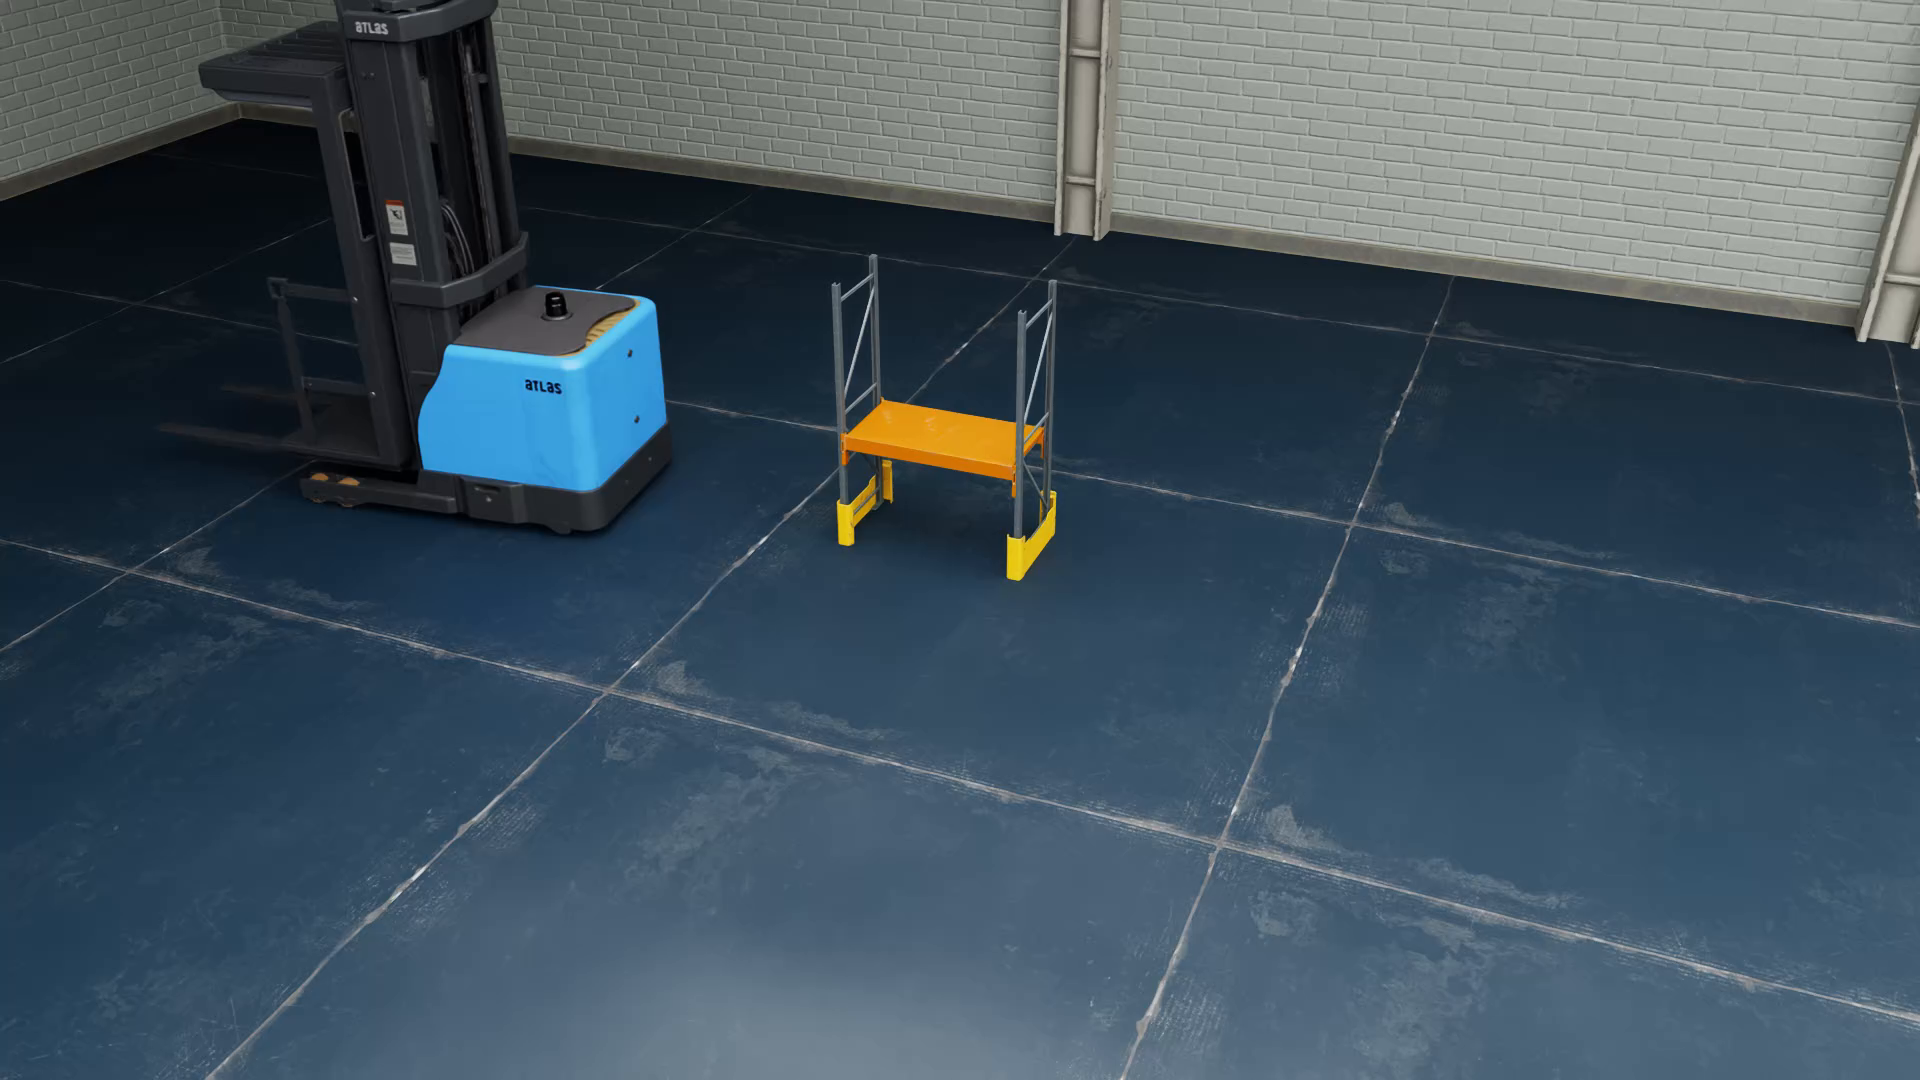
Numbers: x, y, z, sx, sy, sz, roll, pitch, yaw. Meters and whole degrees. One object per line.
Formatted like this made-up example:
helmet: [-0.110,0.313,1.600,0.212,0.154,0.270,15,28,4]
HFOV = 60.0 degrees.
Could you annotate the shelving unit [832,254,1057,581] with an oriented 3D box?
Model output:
shelving unit: [-0.071,-0.667,8.906,1.083,1.500,0.587,11,31,19]

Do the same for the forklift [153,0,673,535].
forklift: [-3.301,-1.705,9.287,3.031,2.935,1.130,8,30,14]

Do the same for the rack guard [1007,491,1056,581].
rack guard: [0.391,-0.031,9.050,0.087,0.250,0.587,11,31,19]

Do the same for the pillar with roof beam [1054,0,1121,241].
pillar with roof beam: [-0.606,-4.504,8.073,0.400,9.000,9.100,11,31,19]

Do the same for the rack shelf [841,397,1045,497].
rack shelf: [-0.079,-0.512,8.997,1.000,0.185,0.538,11,31,19]

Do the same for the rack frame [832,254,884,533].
rack frame: [-0.550,-0.763,9.075,0.032,1.500,0.500,11,31,19]

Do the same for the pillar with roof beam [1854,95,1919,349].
pillar with roof beam: [4.953,-3.394,6.109,0.400,9.000,9.100,11,31,19]

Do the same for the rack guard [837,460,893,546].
rack guard: [-0.532,-0.215,9.376,0.087,0.250,0.587,11,31,19]

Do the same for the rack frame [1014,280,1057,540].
rack frame: [0.392,-0.575,8.742,0.032,1.500,0.500,11,31,19]
